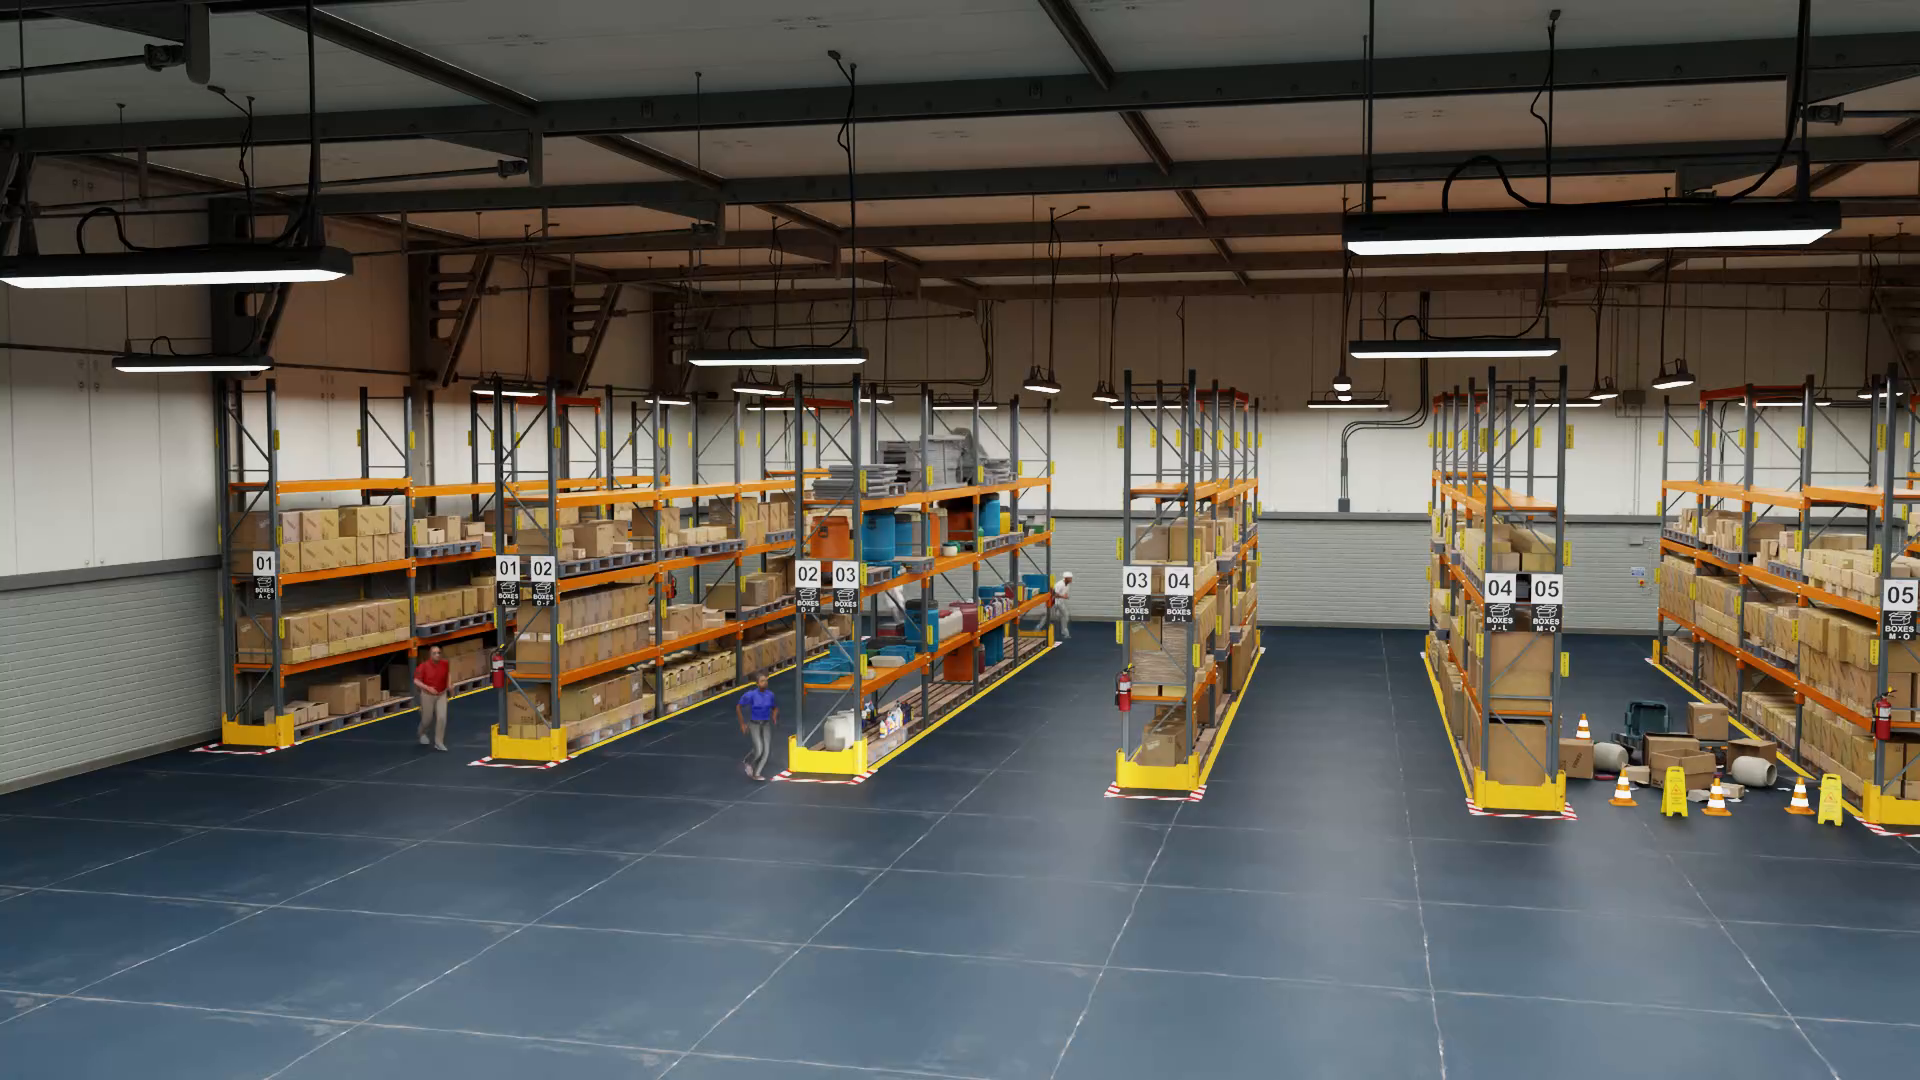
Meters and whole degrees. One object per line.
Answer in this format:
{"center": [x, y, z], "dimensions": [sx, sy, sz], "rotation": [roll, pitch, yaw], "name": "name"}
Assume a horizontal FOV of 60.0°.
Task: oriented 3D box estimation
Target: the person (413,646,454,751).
{"center": [-8.571, 2.547, 26.968], "dimensions": [0.651, 1.695, 0.907], "rotation": [-2, 4, -35], "name": "person"}

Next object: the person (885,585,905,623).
{"center": [-1.781, 1.501, 44.261], "dimensions": [0.826, 1.713, 0.699], "rotation": [-1, 4, -16], "name": "person"}

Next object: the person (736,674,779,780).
{"center": [-2.922, 2.743, 24.341], "dimensions": [0.613, 1.581, 0.596], "rotation": [-2, 4, -35], "name": "person"}

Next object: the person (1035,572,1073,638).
{"center": [2.413, 1.651, 42.291], "dimensions": [1.038, 1.720, 0.752], "rotation": [1, 4, 22], "name": "person"}
